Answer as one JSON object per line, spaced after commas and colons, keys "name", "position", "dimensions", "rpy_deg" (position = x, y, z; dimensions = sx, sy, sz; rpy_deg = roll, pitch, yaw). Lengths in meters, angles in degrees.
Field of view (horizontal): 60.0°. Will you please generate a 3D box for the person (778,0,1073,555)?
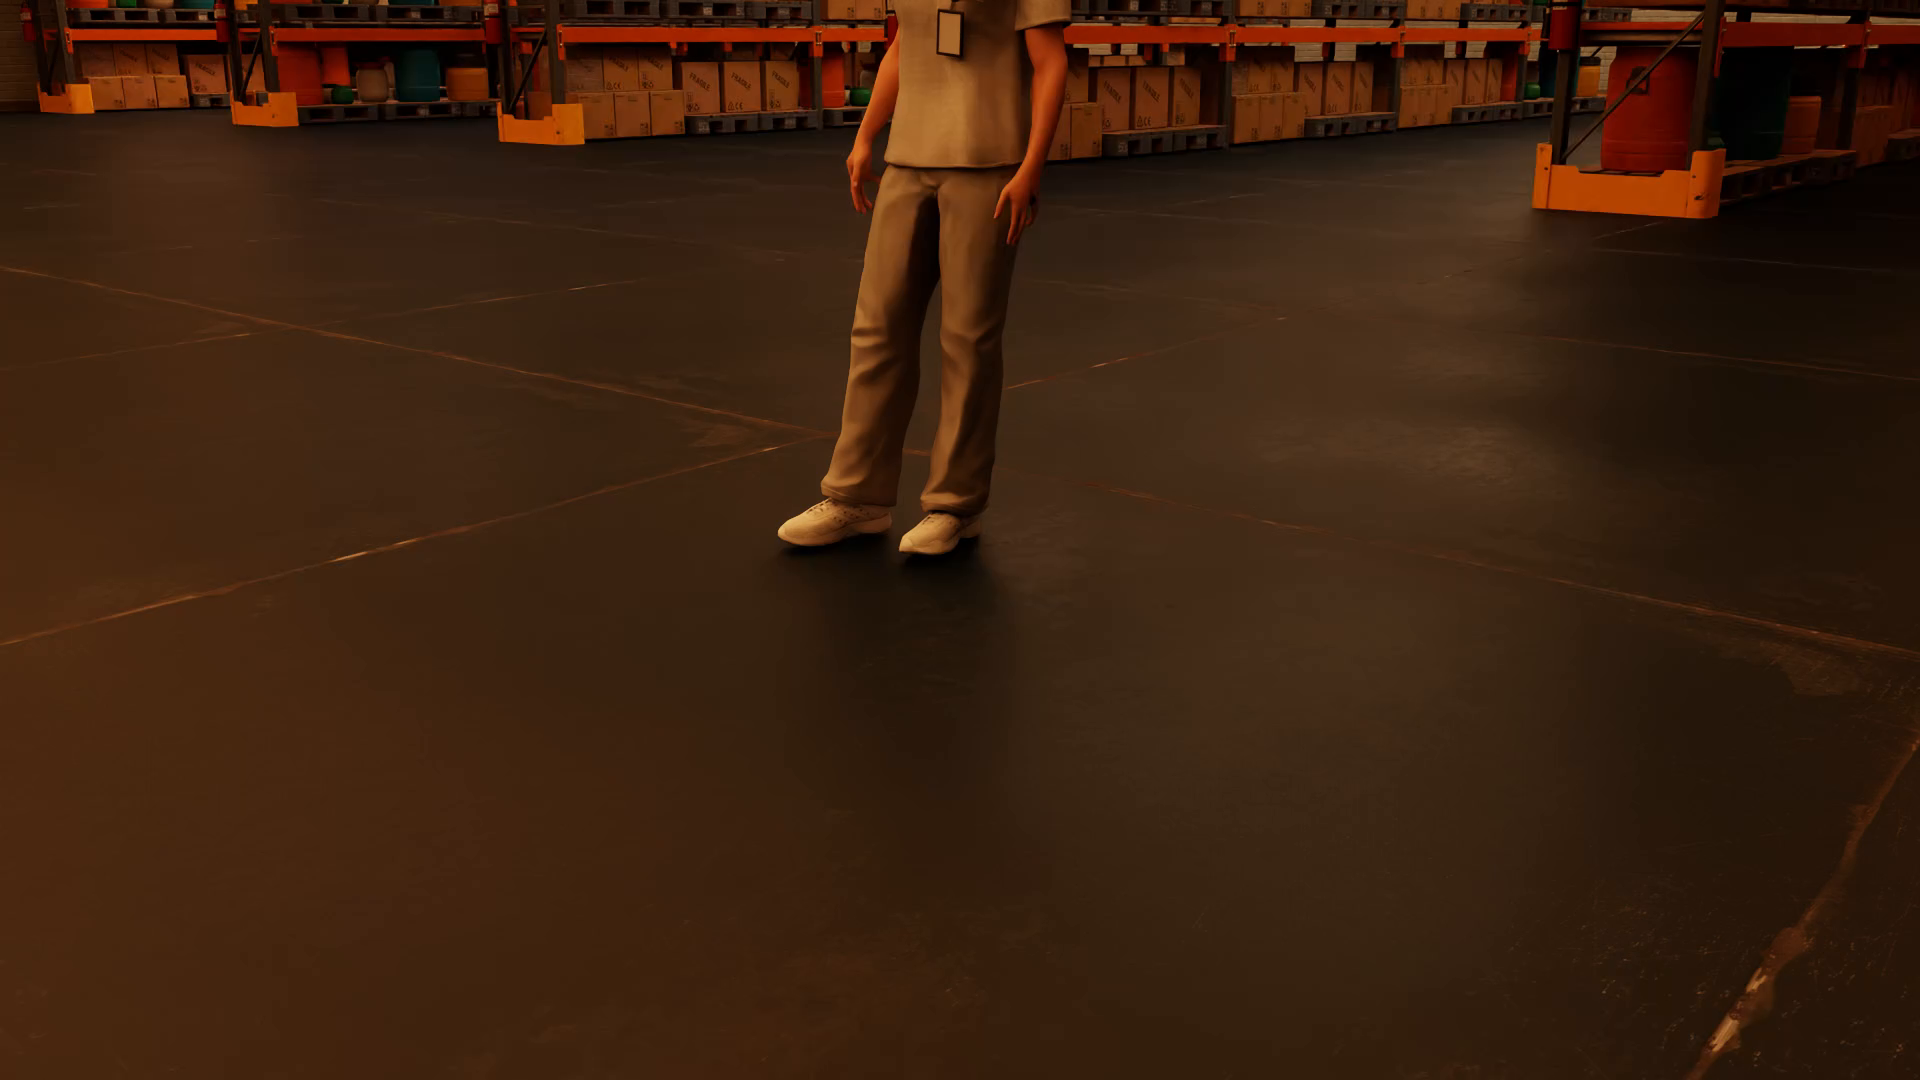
{"name": "person", "position": [-0.058, -0.795, 3.650], "dimensions": [0.549, 1.673, 0.548], "rpy_deg": [13, 21, 37]}
